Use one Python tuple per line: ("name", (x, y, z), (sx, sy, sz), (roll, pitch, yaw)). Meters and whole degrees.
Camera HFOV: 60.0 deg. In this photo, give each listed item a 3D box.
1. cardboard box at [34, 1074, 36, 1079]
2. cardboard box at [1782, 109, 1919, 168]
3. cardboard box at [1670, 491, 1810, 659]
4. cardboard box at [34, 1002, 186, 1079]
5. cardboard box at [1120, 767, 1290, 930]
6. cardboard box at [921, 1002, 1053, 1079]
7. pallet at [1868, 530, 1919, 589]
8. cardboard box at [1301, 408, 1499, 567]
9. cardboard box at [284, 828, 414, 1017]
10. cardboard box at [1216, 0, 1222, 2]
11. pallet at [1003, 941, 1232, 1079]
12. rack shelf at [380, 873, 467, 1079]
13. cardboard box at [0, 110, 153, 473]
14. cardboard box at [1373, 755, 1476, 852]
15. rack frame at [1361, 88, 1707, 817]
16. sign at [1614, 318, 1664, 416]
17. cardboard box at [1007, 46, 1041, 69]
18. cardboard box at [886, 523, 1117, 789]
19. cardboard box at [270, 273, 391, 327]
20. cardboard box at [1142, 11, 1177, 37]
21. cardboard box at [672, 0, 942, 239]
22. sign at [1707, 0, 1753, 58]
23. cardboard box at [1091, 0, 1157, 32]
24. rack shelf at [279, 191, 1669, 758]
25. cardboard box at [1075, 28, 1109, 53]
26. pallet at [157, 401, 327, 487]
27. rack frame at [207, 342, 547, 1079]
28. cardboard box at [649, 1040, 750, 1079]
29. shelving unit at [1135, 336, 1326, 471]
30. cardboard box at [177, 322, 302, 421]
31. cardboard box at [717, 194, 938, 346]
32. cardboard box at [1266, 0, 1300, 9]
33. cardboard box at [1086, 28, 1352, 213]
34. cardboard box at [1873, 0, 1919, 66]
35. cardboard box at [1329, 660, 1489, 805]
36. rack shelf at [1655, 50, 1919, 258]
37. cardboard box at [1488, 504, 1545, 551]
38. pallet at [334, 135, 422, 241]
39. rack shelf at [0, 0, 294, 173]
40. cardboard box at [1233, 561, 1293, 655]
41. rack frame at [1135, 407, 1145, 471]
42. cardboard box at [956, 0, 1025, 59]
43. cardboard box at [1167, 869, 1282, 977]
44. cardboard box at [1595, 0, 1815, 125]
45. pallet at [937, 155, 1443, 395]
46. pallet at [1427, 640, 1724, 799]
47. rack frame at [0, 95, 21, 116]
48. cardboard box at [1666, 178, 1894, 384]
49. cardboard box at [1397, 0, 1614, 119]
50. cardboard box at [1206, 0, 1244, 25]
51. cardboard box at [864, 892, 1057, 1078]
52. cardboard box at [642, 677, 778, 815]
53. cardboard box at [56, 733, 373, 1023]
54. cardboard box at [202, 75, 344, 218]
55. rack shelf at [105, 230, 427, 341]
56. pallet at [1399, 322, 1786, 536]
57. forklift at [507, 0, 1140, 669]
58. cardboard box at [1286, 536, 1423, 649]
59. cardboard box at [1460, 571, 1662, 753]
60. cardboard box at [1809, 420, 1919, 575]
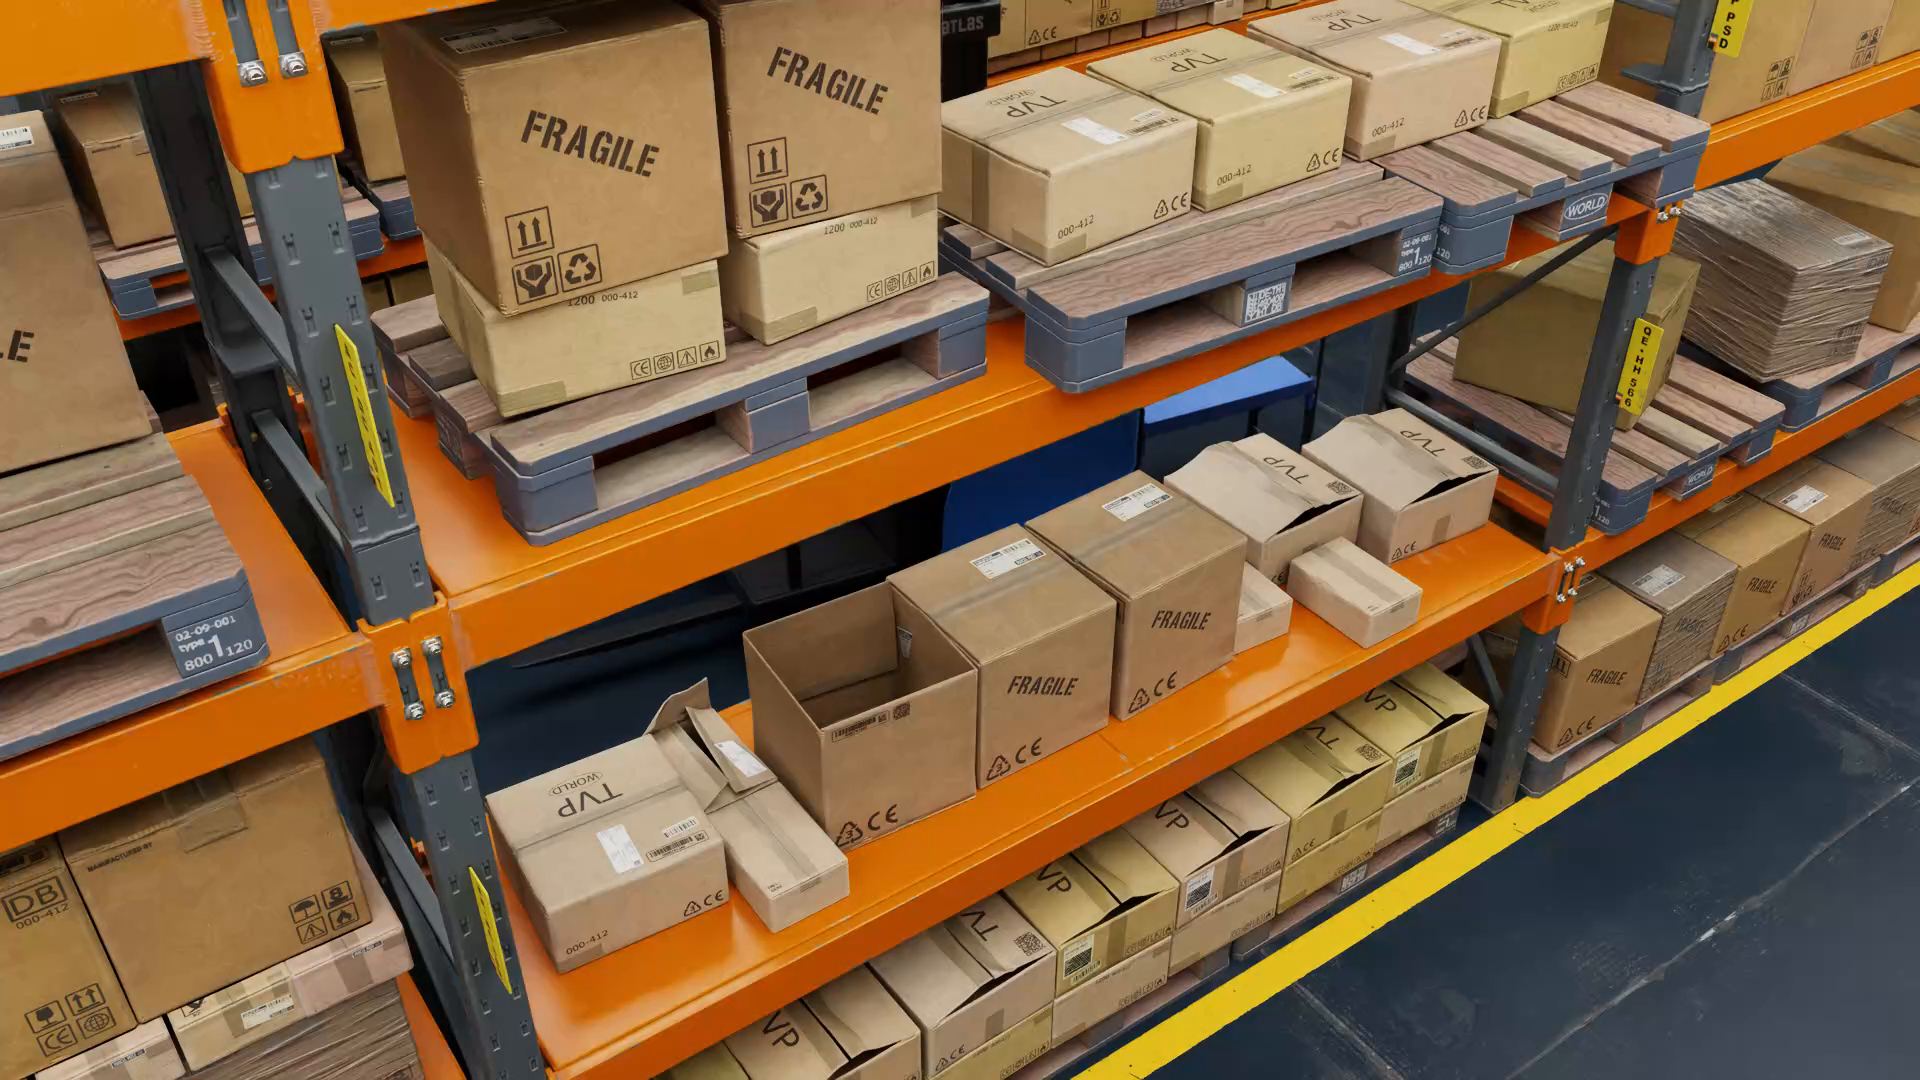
("cardboard box", (-2.144, 1.275, 3.822), (0.500, 0.500, 0.700), (-23, 42, -28))
("cardboard box", (4.140, -1.605, 7.467), (0.500, 0.500, 0.700), (-16, 39, -21))
("cardboard box", (3.287, 0.112, 7.289), (0.500, 0.500, 0.500), (-23, 42, -28))
("cardboard box", (-1.872, 1.044, 3.588), (0.250, 0.149, 0.380), (-24, 42, -29))
("cardboard box", (0.791, 0.996, 5.811), (0.500, 0.311, 0.500), (-23, 41, -28))
("cardboard box", (-0.044, 1.565, 5.501), (0.500, 0.250, 0.500), (-24, 42, -29))
("pallet", (4.539, -0.284, 8.464), (1.213, 0.211, 1.003), (-22, 41, -28))
("cardboard box", (1.590, -0.225, 6.070), (0.500, 0.311, 0.500), (-20, 40, -25))
("cardboard box", (-1.456, 0.873, 3.826), (0.250, 0.149, 0.380), (-22, 41, -28))
("cardboard box", (1.682, -3.788, 10.591), (0.500, 0.500, 0.500), (-22, 41, -28))
("pallet", (0.221, 1.436, 6.073), (1.213, 0.211, 1.003), (-22, 41, -28))
("rack shelf", (-2.992, 1.948, 3.589), (4.000, 0.370, 1.077), (-22, 41, -28))
("cardboard box", (-1.921, -0.459, 3.185), (0.500, 0.500, 0.500), (-19, 40, -24))
("cardboard box", (1.623, 0.877, 6.457), (0.500, 0.250, 0.500), (-21, 41, -27))
("rack frame", (1.912, -0.362, 6.185), (0.127, 3.000, 1.000), (-22, 41, -28))
("sign", (2.235, -0.569, 5.480), (0.005, 0.325, 0.100), (-22, 41, -28))
("cardboard box", (0.277, -2.996, 10.045), (0.250, 0.149, 0.380), (-21, 41, -27))
("cardboard box", (0.120, 0.346, 5.114), (0.500, 0.500, 0.500), (-22, 41, -28))
("cardboard box", (-3.264, -1.253, 8.546), (0.500, 0.250, 0.500), (-23, 42, -29))
("cardboard box", (1.148, -3.322, 10.497), (0.250, 0.149, 0.380), (-24, 42, -29))
("cardboard box", (-0.378, -1.040, 3.684), (0.500, 0.500, 0.500), (-18, 40, -24))
("sign", (2.226, -1.554, 4.763), (0.005, 0.325, 0.100), (-22, 41, -28))
("cardboard box", (0.861, -3.453, 10.125), (0.500, 0.500, 0.500), (-21, 41, -27))
("rack shelf", (0.278, -0.615, 4.584), (4.000, 0.370, 1.077), (-22, 41, -28))
("cardboard box", (0.706, -3.153, 10.263), (0.250, 0.149, 0.380), (-22, 41, -28))
("pallet", (-3.578, -0.510, 8.779), (1.213, 0.211, 1.003), (-22, 41, -28))
("rack frame", (-1.357, 0.983, 4.314), (0.127, 3.000, 1.000), (-22, 41, -28))
("cardboard box", (-0.876, 1.681, 4.859), (0.500, 0.311, 0.500), (-22, 41, -28))
("shelving unit", (1.209, -0.885, 8.196), (1.048, 1.500, 0.538), (-16, 39, -21))
("cardboard box", (-3.622, -0.799, 8.556), (0.500, 0.500, 0.700), (-21, 41, -26))
("cardboard box", (-0.401, -0.733, 3.900), (0.500, 0.250, 0.500), (-27, 44, -32))
("cardboard box", (2.019, -3.632, 10.929), (0.250, 0.149, 0.380), (-22, 41, -27))
("cardboard box", (0.682, -1.138, 4.463), (0.500, 0.250, 0.500), (-23, 42, -29))
("cardboard box", (3.092, -2.130, 5.988), (0.500, 0.500, 0.910), (-22, 41, -28))
("cardboard box", (1.626, 0.650, 6.293), (0.500, 0.311, 0.500), (-21, 41, -27))
("rack shelf", (3.547, -1.961, 6.454), (4.000, 0.370, 1.077), (-22, 41, -28))
("cardboard box", (2.542, 0.047, 7.379), (0.500, 0.500, 0.500), (-21, 41, -26))
("pallet", (-2.539, -1.962, 8.573), (1.213, 0.211, 1.003), (-22, 41, -28))
("rack shelf", (-2.992, -0.325, 1.954), (4.000, 0.370, 1.077), (-22, 41, -28))
("cardboard box", (0.903, 0.195, 5.624), (0.250, 0.149, 0.380), (-19, 40, -25))
("rack frame", (0.751, -0.756, 8.016), (0.032, 1.500, 0.500), (-16, 39, -21))
("cardboard box", (0.034, -3.108, 9.644), (0.500, 0.500, 0.500), (-21, 41, -26))
("cardboard box", (0.791, 1.220, 5.980), (0.500, 0.250, 0.500), (-21, 41, -27))
("cardboard box", (2.250, -1.783, 5.506), (0.500, 0.500, 0.910), (-22, 41, -28))
("pallet", (0.497, -0.855, 4.462), (1.213, 0.211, 1.003), (-20, 40, -26))
("pallet", (2.545, 0.537, 7.323), (1.213, 0.211, 1.003), (-22, 41, -28))
("rack frame", (-4.214, -1.380, 7.600), (0.127, 3.000, 1.000), (-22, 41, -28))
("cardboard box", (3.220, -1.056, 6.703), (0.500, 0.500, 0.700), (-15, 38, -19))
("cardboard box", (1.574, -1.510, 4.981), (0.500, 0.250, 0.500), (-26, 43, -31))
("cardboard box", (1.600, -3.449, 10.675), (0.250, 0.149, 0.380), (-22, 41, -28))
("cardboard box", (-0.041, 1.341, 5.332), (0.500, 0.311, 0.500), (-24, 42, -29))
("cardboard box", (-0.744, 0.654, 4.886), (0.258, 0.266, 0.396), (-23, 42, -29))
("cardboard box", (-1.716, 0.568, 3.694), (0.500, 0.500, 0.700), (-22, 41, -28))
("cardboard box", (-3.317, -1.938, 7.914), (0.500, 0.500, 0.700), (-18, 39, -23))
("rack shelf", (-2.579, -1.761, 8.745), (4.000, 0.370, 1.077), (-22, 41, -28))
("pallet", (2.426, -0.546, 6.604), (1.003, 0.211, 1.213), (-22, 41, -28))
("forklift", (-0.704, -1.021, 7.160), (3.031, 2.935, 1.130), (-16, 39, -21))
("cardboard box", (1.337, 0.174, 5.654), (0.250, 0.149, 0.380), (-22, 41, -28))
("cardboard box", (2.449, 0.457, 6.809), (0.500, 0.500, 0.500), (-21, 41, -26))
("cardboard box", (4.125, -0.238, 7.776), (0.500, 0.500, 0.500), (-22, 41, -27))
